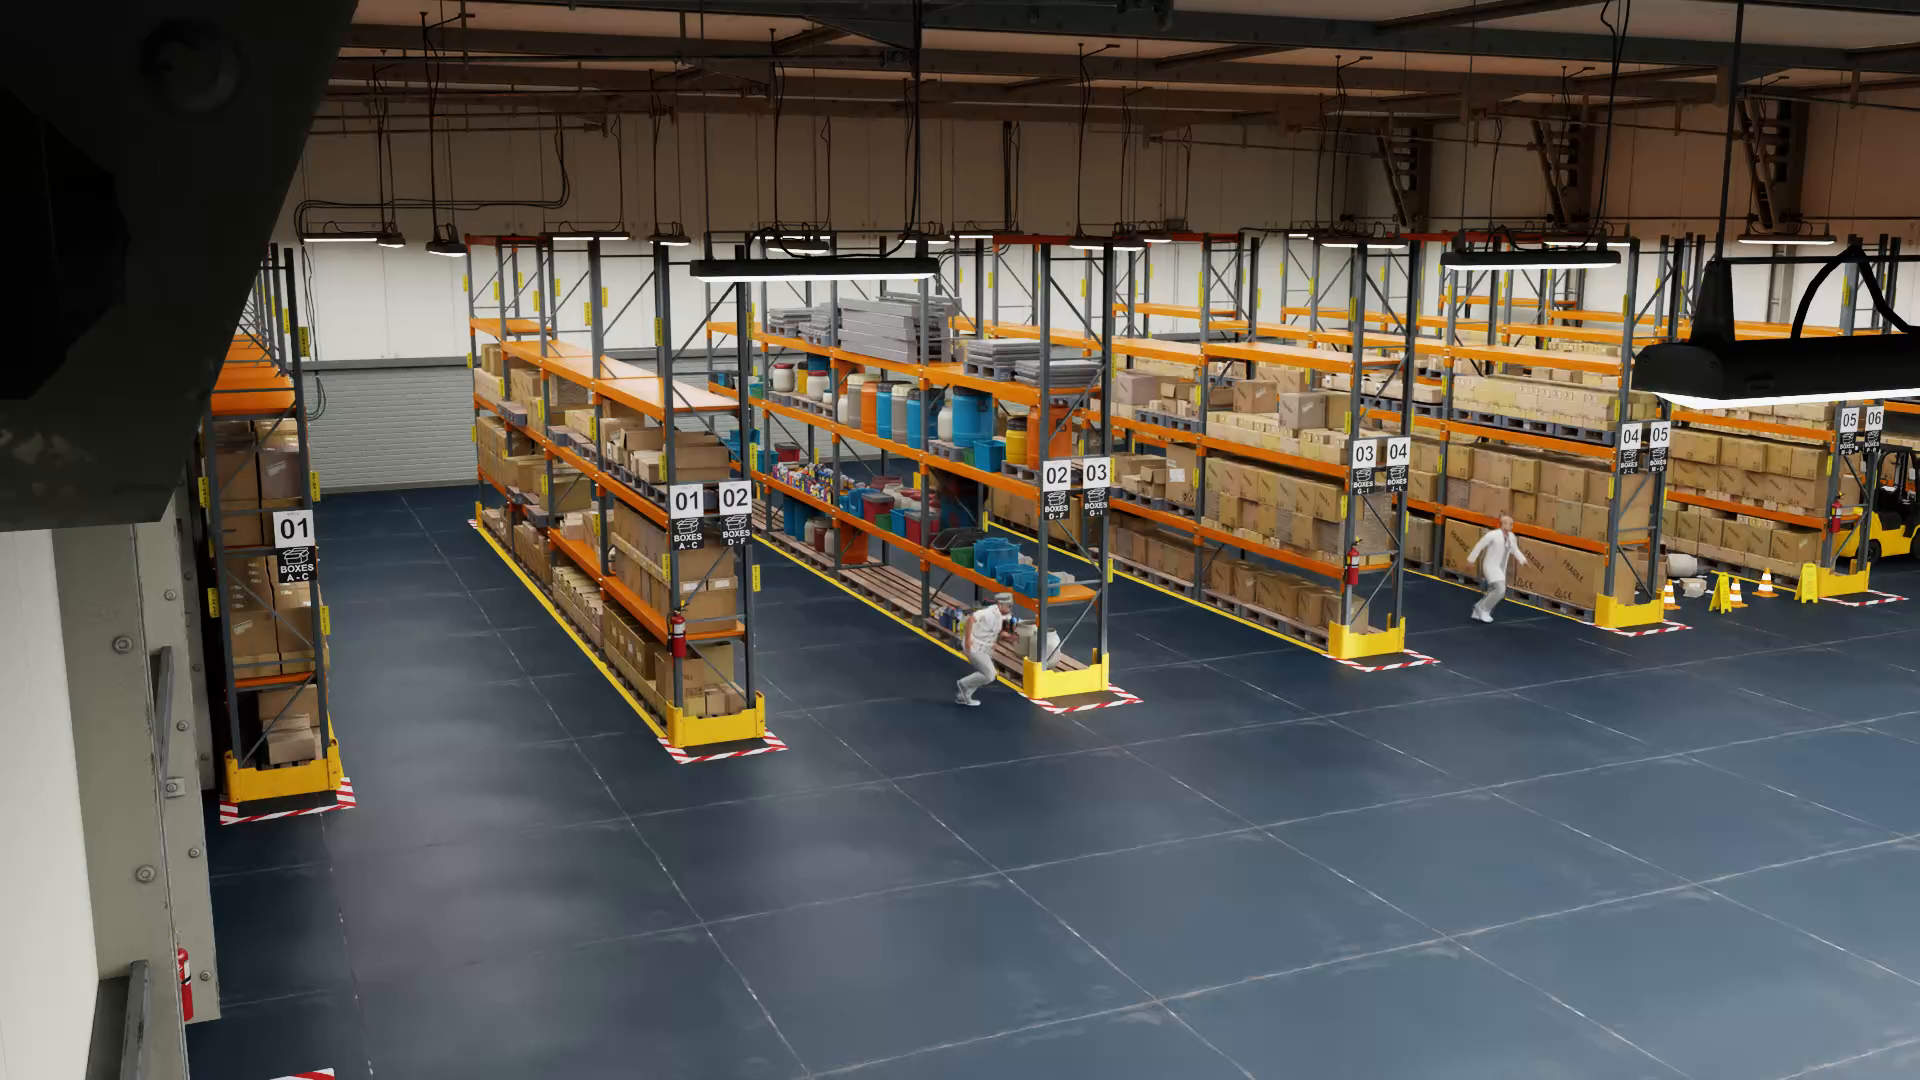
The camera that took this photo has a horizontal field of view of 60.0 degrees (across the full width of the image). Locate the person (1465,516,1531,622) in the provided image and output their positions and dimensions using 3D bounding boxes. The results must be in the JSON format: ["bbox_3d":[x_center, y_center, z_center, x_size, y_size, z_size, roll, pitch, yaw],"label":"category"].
[{"bbox_3d":[8.484,0.464,26.124,0.664,1.725,0.879,-9,14,-37],"label":"person"}]

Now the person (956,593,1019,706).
[{"bbox_3d":[0.325,1.442,21.595,0.865,1.566,0.694,4,12,22],"label":"person"}]

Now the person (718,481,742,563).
[{"bbox_3d":[-4.185,-0.322,30.413,0.653,1.666,0.841,-7,13,-32],"label":"person"}]
